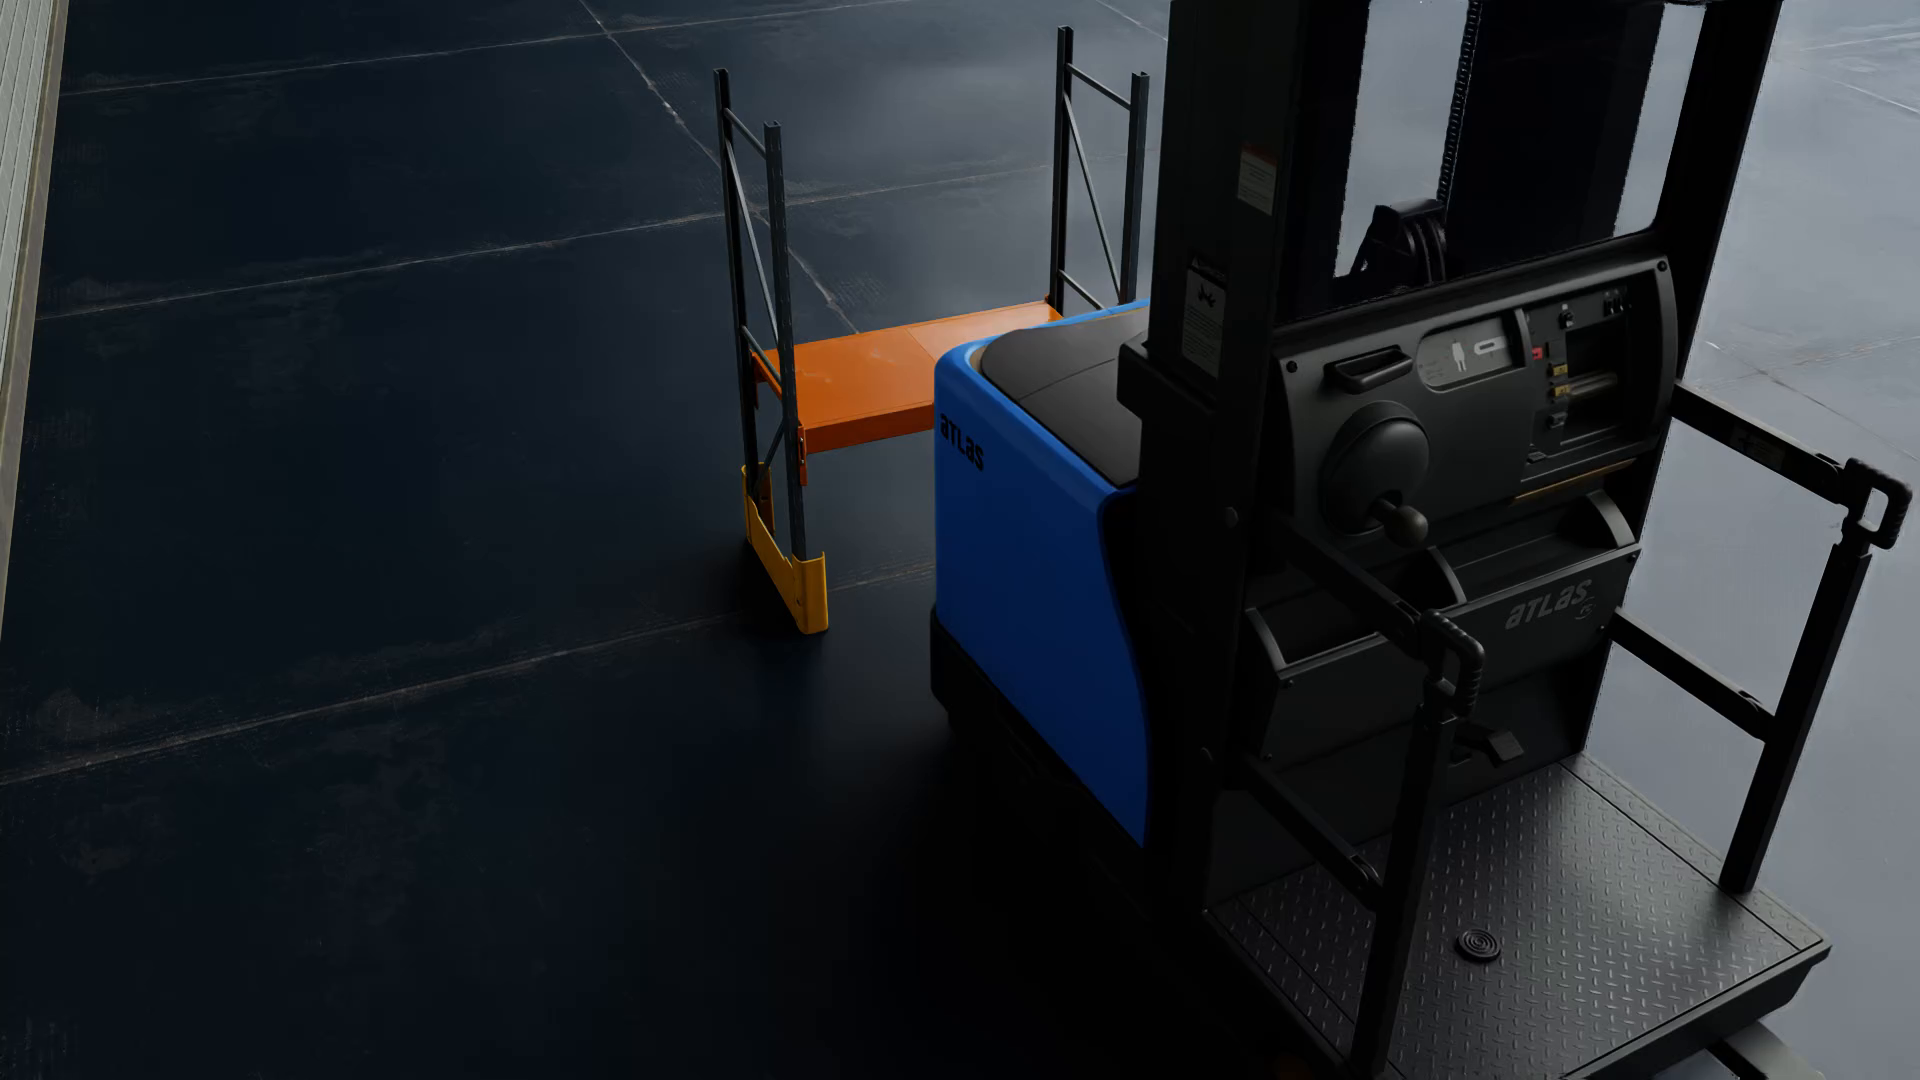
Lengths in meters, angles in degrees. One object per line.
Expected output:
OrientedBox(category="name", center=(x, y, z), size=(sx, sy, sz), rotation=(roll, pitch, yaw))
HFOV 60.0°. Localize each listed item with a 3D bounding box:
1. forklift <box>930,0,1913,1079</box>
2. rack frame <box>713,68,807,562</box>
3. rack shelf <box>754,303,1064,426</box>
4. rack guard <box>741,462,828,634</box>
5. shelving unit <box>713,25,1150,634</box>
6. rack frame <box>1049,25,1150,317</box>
OrientedBox(category="forklift", center=(16.101, -1.326, 4.600), size=(29.544, 2.935, 13.703), rotation=(-16, 36, -23))
OrientedBox(category="rack frame", center=(-0.547, -0.503, 4.648), size=(0.032, 1.500, 0.500), rotation=(-13, 35, -19))
OrientedBox(category="rack shelf", center=(-0.079, -0.516, 4.875), size=(0.952, 0.026, 0.459), rotation=(-13, 35, -19))
OrientedBox(category="rack guard", center=(-0.529, 0.016, 4.995), size=(0.087, 0.250, 0.587), rotation=(-13, 35, -19))
OrientedBox(category="shelving unit", center=(-0.070, -0.613, 4.816), size=(1.083, 1.500, 0.587), rotation=(-13, 35, -19))
OrientedBox(category="rack frame", center=(0.390, -0.718, 4.978), size=(0.032, 1.500, 0.500), rotation=(-13, 35, -19))
